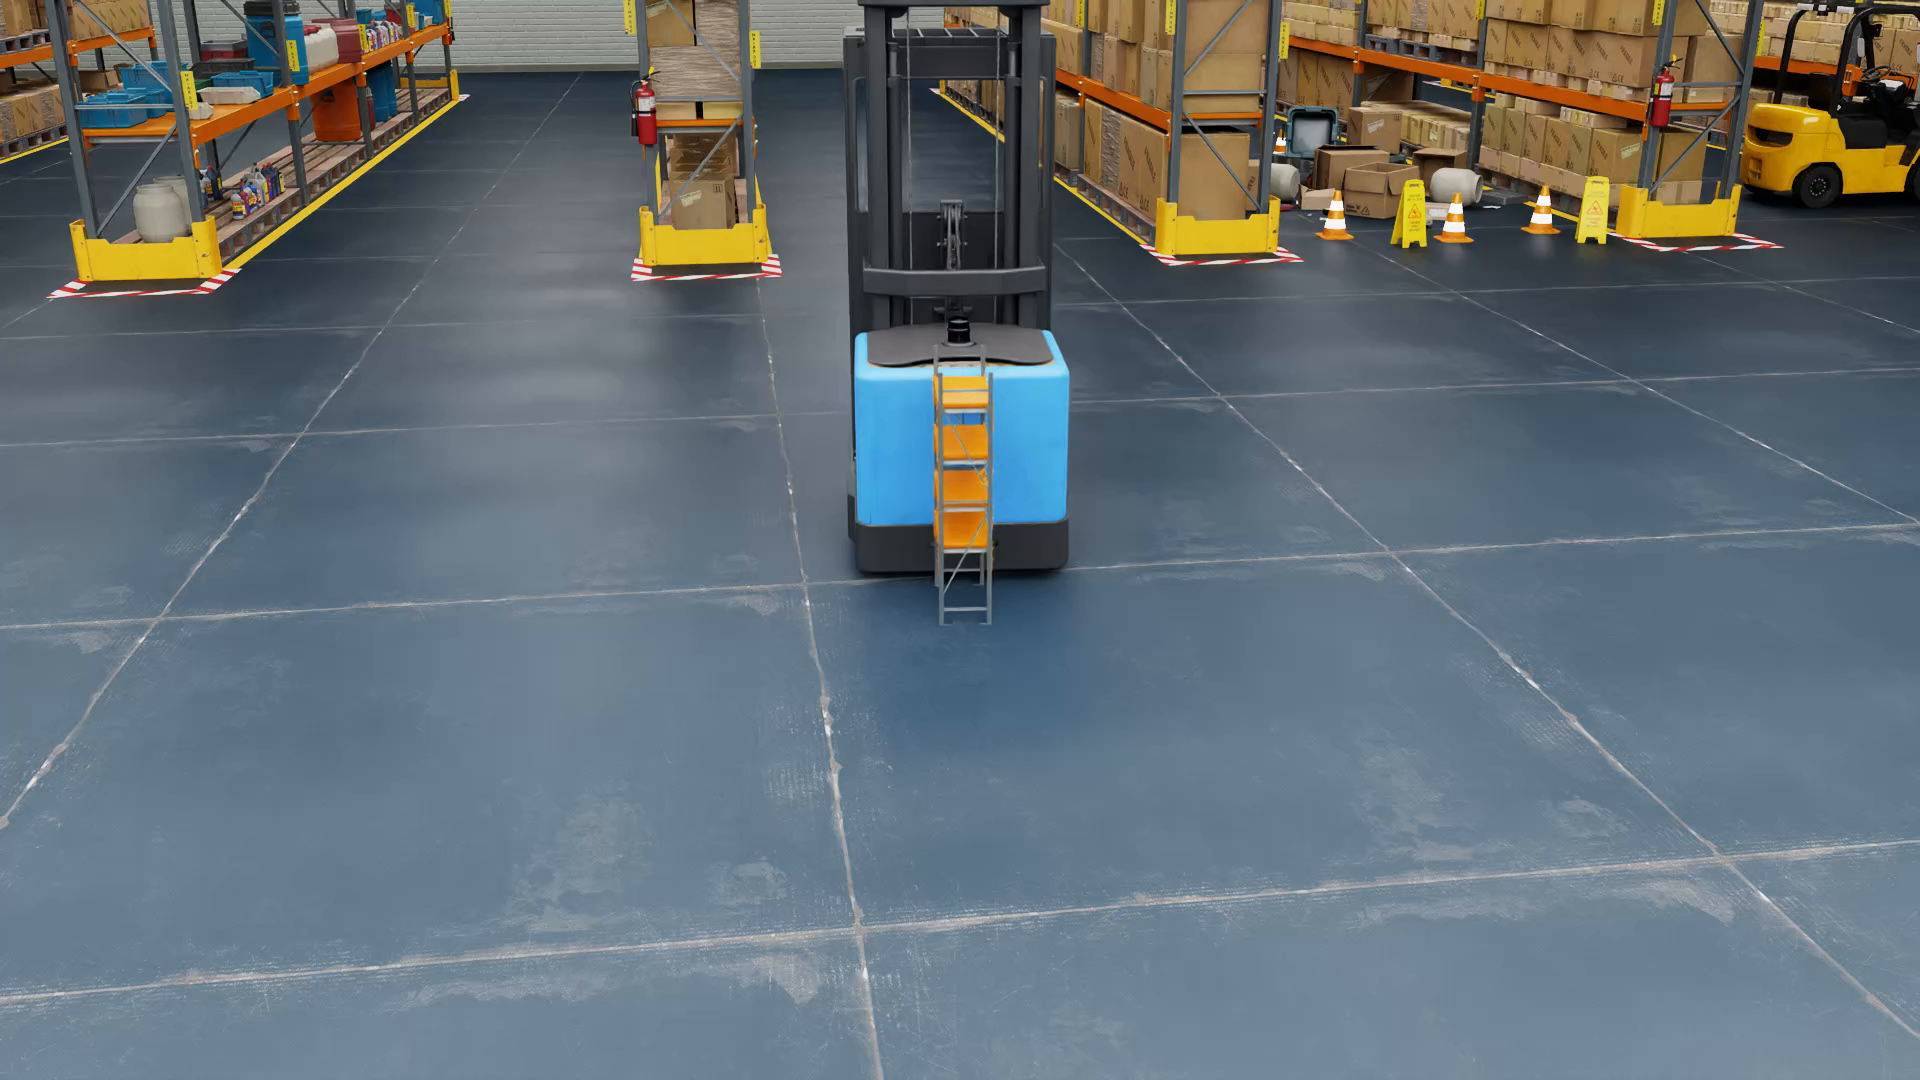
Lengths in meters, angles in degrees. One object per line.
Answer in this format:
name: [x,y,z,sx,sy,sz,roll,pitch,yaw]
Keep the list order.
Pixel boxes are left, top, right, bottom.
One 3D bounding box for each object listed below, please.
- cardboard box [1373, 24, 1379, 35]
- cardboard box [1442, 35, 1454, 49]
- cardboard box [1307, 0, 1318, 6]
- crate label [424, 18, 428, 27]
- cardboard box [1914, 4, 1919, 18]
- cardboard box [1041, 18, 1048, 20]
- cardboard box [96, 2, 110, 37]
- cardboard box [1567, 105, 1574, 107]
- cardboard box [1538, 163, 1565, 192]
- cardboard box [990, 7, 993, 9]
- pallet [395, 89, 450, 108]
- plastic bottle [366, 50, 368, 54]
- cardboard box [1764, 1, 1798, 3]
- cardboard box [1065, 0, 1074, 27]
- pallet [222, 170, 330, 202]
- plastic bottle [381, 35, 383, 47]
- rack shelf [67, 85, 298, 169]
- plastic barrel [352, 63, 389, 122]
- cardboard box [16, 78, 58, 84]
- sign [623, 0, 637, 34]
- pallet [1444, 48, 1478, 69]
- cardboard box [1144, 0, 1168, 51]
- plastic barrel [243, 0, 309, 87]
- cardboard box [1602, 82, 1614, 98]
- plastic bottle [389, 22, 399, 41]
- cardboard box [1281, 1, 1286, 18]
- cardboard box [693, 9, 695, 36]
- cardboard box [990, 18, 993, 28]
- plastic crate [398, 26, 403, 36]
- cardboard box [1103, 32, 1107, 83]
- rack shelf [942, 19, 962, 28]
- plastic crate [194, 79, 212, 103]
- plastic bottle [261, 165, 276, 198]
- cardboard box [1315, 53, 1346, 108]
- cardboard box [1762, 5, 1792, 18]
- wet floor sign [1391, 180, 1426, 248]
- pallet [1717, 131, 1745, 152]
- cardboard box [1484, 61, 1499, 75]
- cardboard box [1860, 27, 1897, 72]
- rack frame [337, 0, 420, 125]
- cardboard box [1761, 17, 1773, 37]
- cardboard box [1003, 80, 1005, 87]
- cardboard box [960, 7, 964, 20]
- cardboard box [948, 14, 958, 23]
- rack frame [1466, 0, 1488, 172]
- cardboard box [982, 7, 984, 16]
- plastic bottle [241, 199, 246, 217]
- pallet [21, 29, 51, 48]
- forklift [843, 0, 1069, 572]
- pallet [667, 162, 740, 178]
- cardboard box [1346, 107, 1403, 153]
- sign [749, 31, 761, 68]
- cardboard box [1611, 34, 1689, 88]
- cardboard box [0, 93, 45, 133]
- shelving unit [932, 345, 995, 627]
cardboard box: [6.103,-7.269,23.651,0.380,0.149,0.250,-4,21,-11]
cardboard box: [6.376,-6.350,21.190,0.380,0.149,0.250,-3,21,-9]
cardboard box: [5.694,-8.518,25.664,0.500,0.500,0.500,-3,21,-9]
crate label: [-9.232,-8.767,28.194,0.396,0.136,0.243,-3,21,-8]
cardboard box: [11.589,-6.275,19.736,0.380,0.149,0.250,-2,21,-7]
cardboard box: [1.230,-6.729,22.304,0.500,0.500,0.500,-3,21,-8]
cardboard box: [-13.897,-8.286,26.472,0.500,0.500,0.500,-3,21,-8]
cardboard box: [7.168,-4.996,20.063,0.500,0.500,0.500,-3,21,-9]
cardboard box: [6.863,-4.078,18.677,0.500,0.250,0.500,-4,21,-10]
cardboard box: [0.648,-7.980,24.702,0.380,0.149,0.250,-2,21,-5]
pallet: [-9.540,-7.739,29.134,1.003,0.211,1.213,-3,21,-8]
plastic bottle: [-8.251,-6.883,23.024,0.061,0.283,0.133,-3,21,-8]
cardboard box: [11.629,-7.553,23.581,0.380,0.149,0.250,-3,21,-9]
cardboard box: [1.707,-6.682,20.749,0.700,0.500,0.500,-3,21,-7]
pallet: [-8.042,-4.141,19.502,1.003,0.211,1.213,-3,21,-8]
plastic bottle: [-8.445,-7.267,24.171,0.097,0.201,0.097,0,20,0]
rack shelf: [-7.602,-4.148,16.563,1.077,0.370,4.000,-3,21,-8]
plastic barrel: [-8.880,-6.727,24.838,0.600,0.901,0.708,-3,21,-8]
cardboard box: [-14.309,-6.917,25.893,0.500,0.500,0.500,-3,21,-8]
sign: [-2.965,-4.712,14.938,0.100,0.325,0.005,-3,21,-8]
pallet: [6.851,-6.109,21.060,1.003,0.211,1.213,-3,21,-8]
cardboard box: [2.324,-5.150,16.460,0.875,0.550,0.550,-3,21,-8]
plastic barrel: [-7.647,-5.561,18.603,0.600,0.901,0.708,-3,21,-8]
cardboard box: [6.966,-4.715,17.413,0.380,0.149,0.250,-3,21,-9]
plastic bottle: [-8.667,-7.769,25.408,0.152,0.276,0.135,-3,21,-8]
cardboard box: [5.448,-8.694,27.208,0.500,0.250,0.500,-4,21,-9]
cardboard box: [-2.884,-5.221,16.411,0.500,0.500,0.500,-3,21,-8]
cardboard box: [0.651,-7.699,24.800,0.380,0.149,0.250,-2,21,-6]
plastic crate: [-8.970,-8.020,26.194,0.396,0.136,0.243,-3,21,-8]
cardboard box: [2.100,-5.396,18.663,0.875,0.550,0.550,-3,21,-8]
rack shelf: [0.492,-8.768,28.933,1.077,0.370,4.000,-3,21,-8]
plastic crate: [-7.974,-4.594,17.032,0.450,0.188,0.662,-3,21,-8]
plastic bottle: [-7.485,-3.868,17.942,0.144,0.351,0.185,-4,21,-10]
cardboard box: [6.099,-7.066,25.784,0.875,0.875,0.875,-3,21,-7]
cardboard box: [11.131,-7.165,22.544,0.380,0.149,0.250,-3,21,-9]
wet floor sign: [4.473,-3.245,16.481,0.267,0.644,0.232,-7,21,-17]
pallet: [11.404,-5.549,23.271,1.003,0.211,1.213,-3,21,-8]
cardboard box: [6.545,-5.684,20.007,0.380,0.149,0.250,-3,21,-8]
cardboard box: [11.534,-6.059,20.508,0.500,0.500,0.500,-3,21,-9]
rack frame: [-9.044,-7.947,25.708,1.000,3.000,0.127,-3,21,-8]
cardboard box: [11.201,-7.031,22.753,0.500,0.250,0.500,-3,21,-7]
cardboard box: [0.915,-6.802,24.543,0.500,0.250,0.500,-3,21,-7]
cardboard box: [0.287,-9.104,28.236,0.500,0.500,0.500,-3,21,-8]
cardboard box: [-0.011,-9.369,29.873,0.380,0.149,0.250,-4,21,-9]
rack frame: [6.817,-5.927,20.299,1.000,3.000,0.127,-3,21,-8]
cardboard box: [0.538,-8.109,25.474,0.380,0.149,0.250,-2,21,-6]
plastic bottle: [-7.282,-3.367,16.815,0.097,0.201,0.097,0,20,0]
pallet: [-13.939,-7.327,24.320,1.003,0.211,1.213,-3,21,-8]
forklift: [-0.068,-1.686,9.042,1.130,2.935,3.031,-1,21,-3]
pallet: [-3.103,-4.391,20.170,1.003,0.211,1.213,-3,21,-8]
cardboard box: [5.060,-5.011,20.335,0.500,0.500,0.500,-3,21,-8]
sign: [-1.876,-4.475,15.174,0.100,0.325,0.005,-3,21,-8]
cardboard box: [7.043,-4.902,16.987,0.500,0.500,0.500,-3,21,-9]
cardboard box: [-13.381,-6.056,23.588,0.500,0.500,0.500,-4,21,-10]
shelving unit: [0.011,-0.253,7.679,0.258,1.200,0.503,-1,21,-3]
